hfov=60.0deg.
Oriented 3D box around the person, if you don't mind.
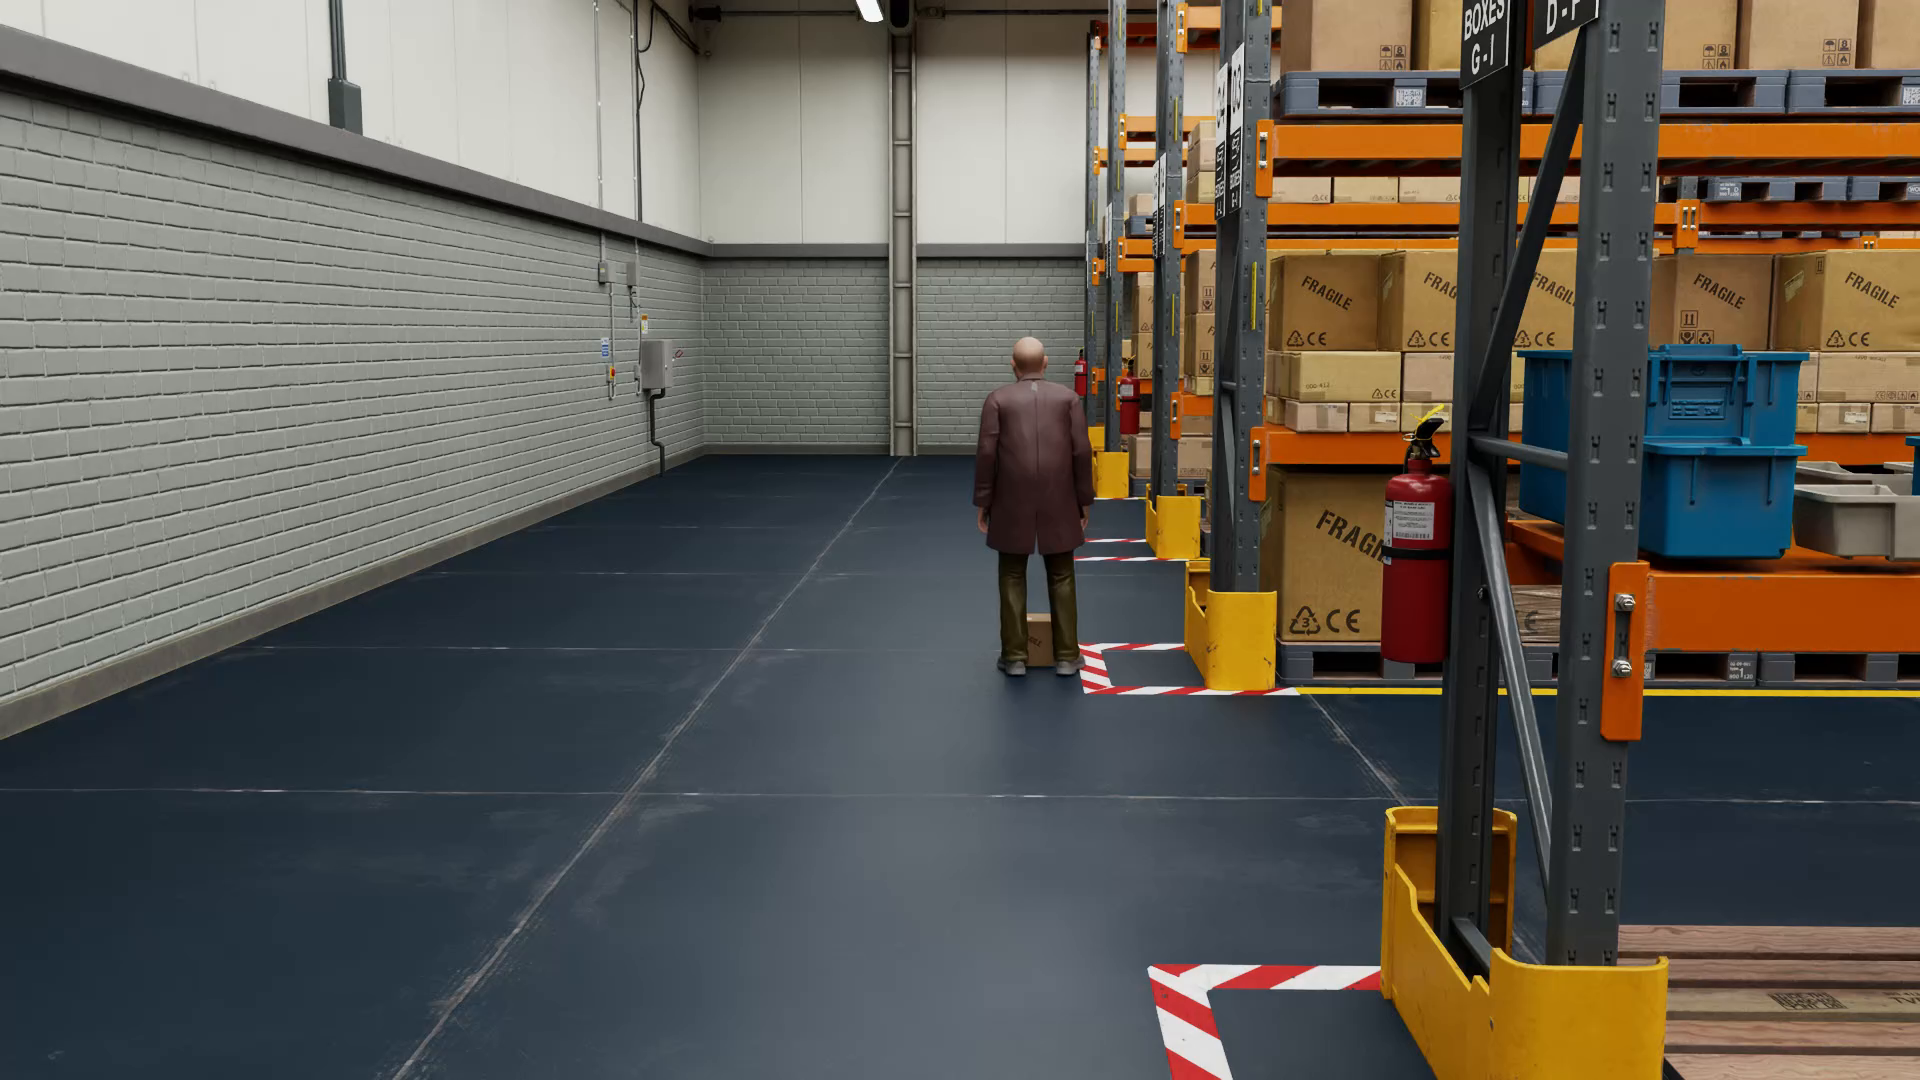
[{"bbox_3d":[0.386,-0.179,8.769,0.645,1.772,0.429,0,7,-2],"label":"person"}]
